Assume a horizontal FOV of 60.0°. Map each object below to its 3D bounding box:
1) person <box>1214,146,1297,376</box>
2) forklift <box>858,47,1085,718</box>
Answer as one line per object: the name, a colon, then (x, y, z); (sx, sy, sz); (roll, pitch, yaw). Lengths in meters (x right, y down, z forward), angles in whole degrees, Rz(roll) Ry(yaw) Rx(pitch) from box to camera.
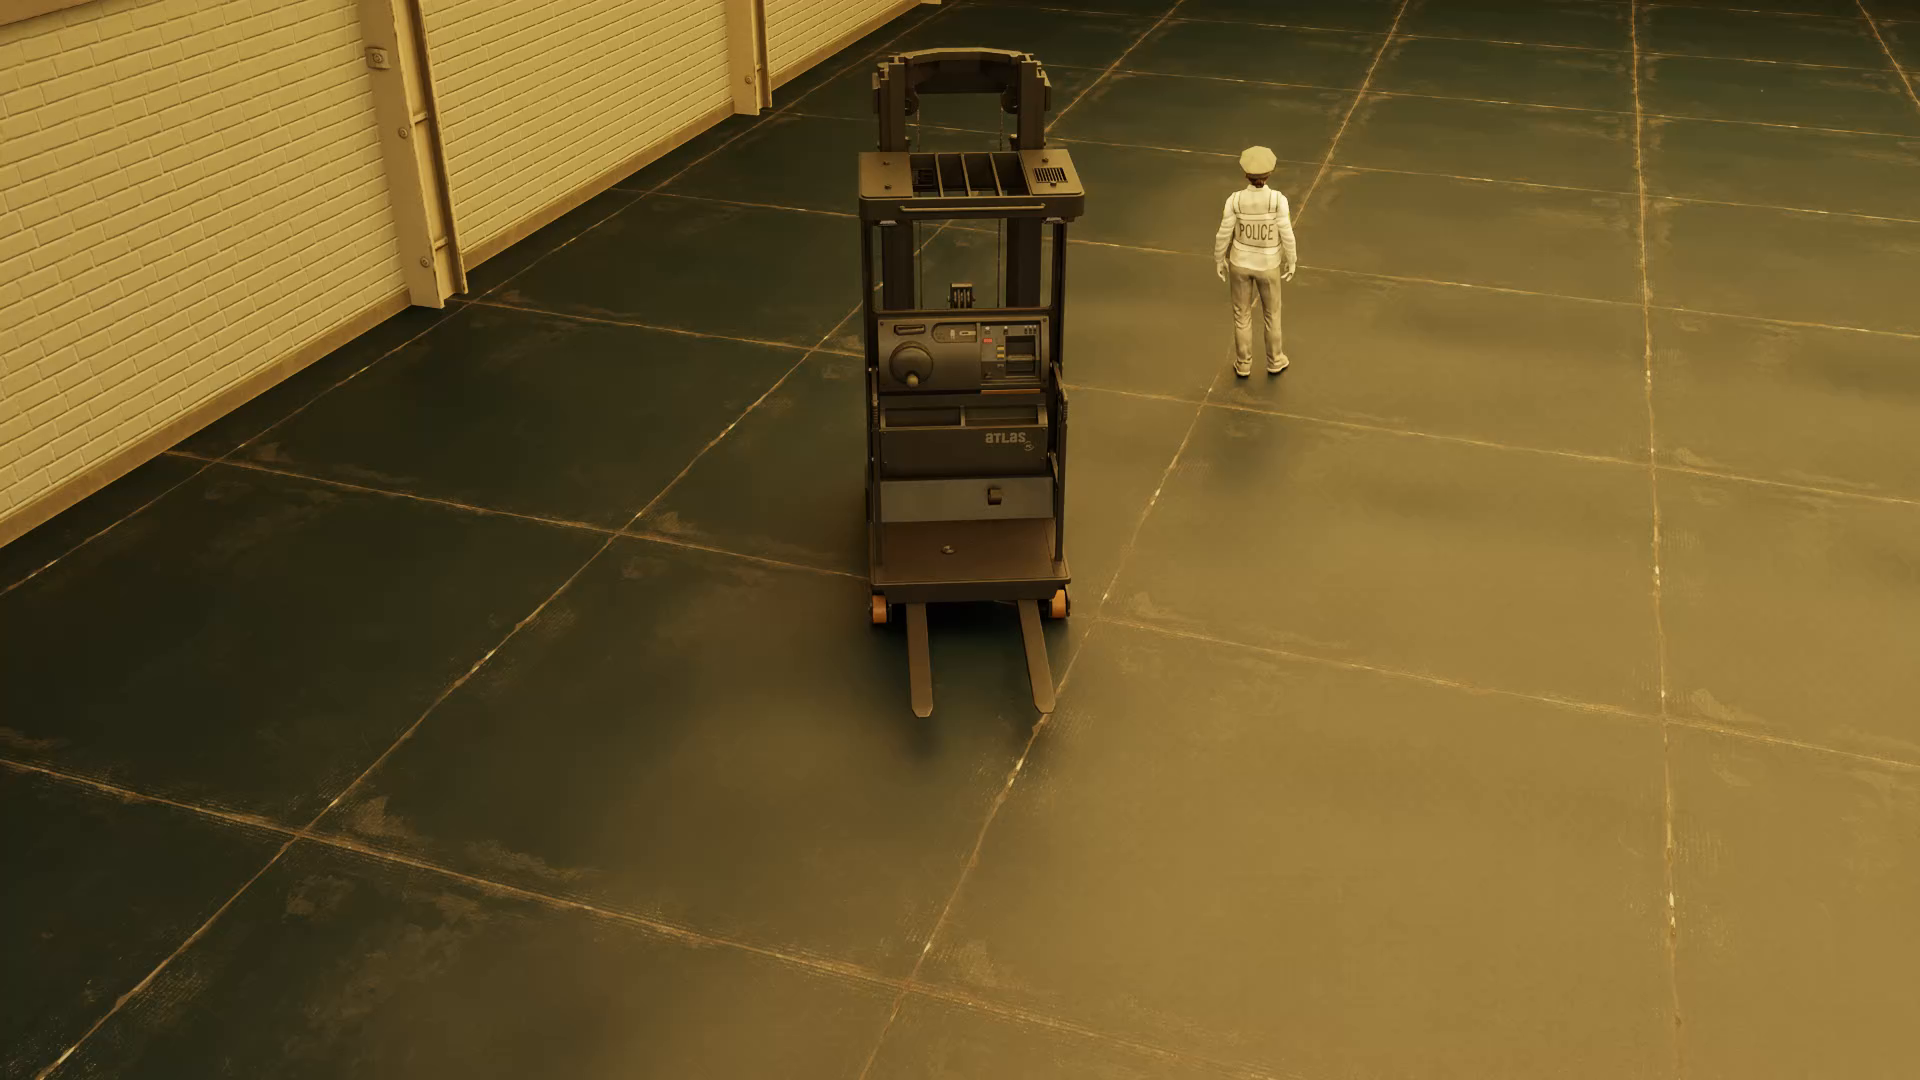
person: (2.109, -1.985, 11.852); (0.586, 1.694, 0.531); (8, 31, 13)
forklift: (0.035, -0.972, 8.842); (1.130, 2.935, 3.031); (-2, 30, -3)
